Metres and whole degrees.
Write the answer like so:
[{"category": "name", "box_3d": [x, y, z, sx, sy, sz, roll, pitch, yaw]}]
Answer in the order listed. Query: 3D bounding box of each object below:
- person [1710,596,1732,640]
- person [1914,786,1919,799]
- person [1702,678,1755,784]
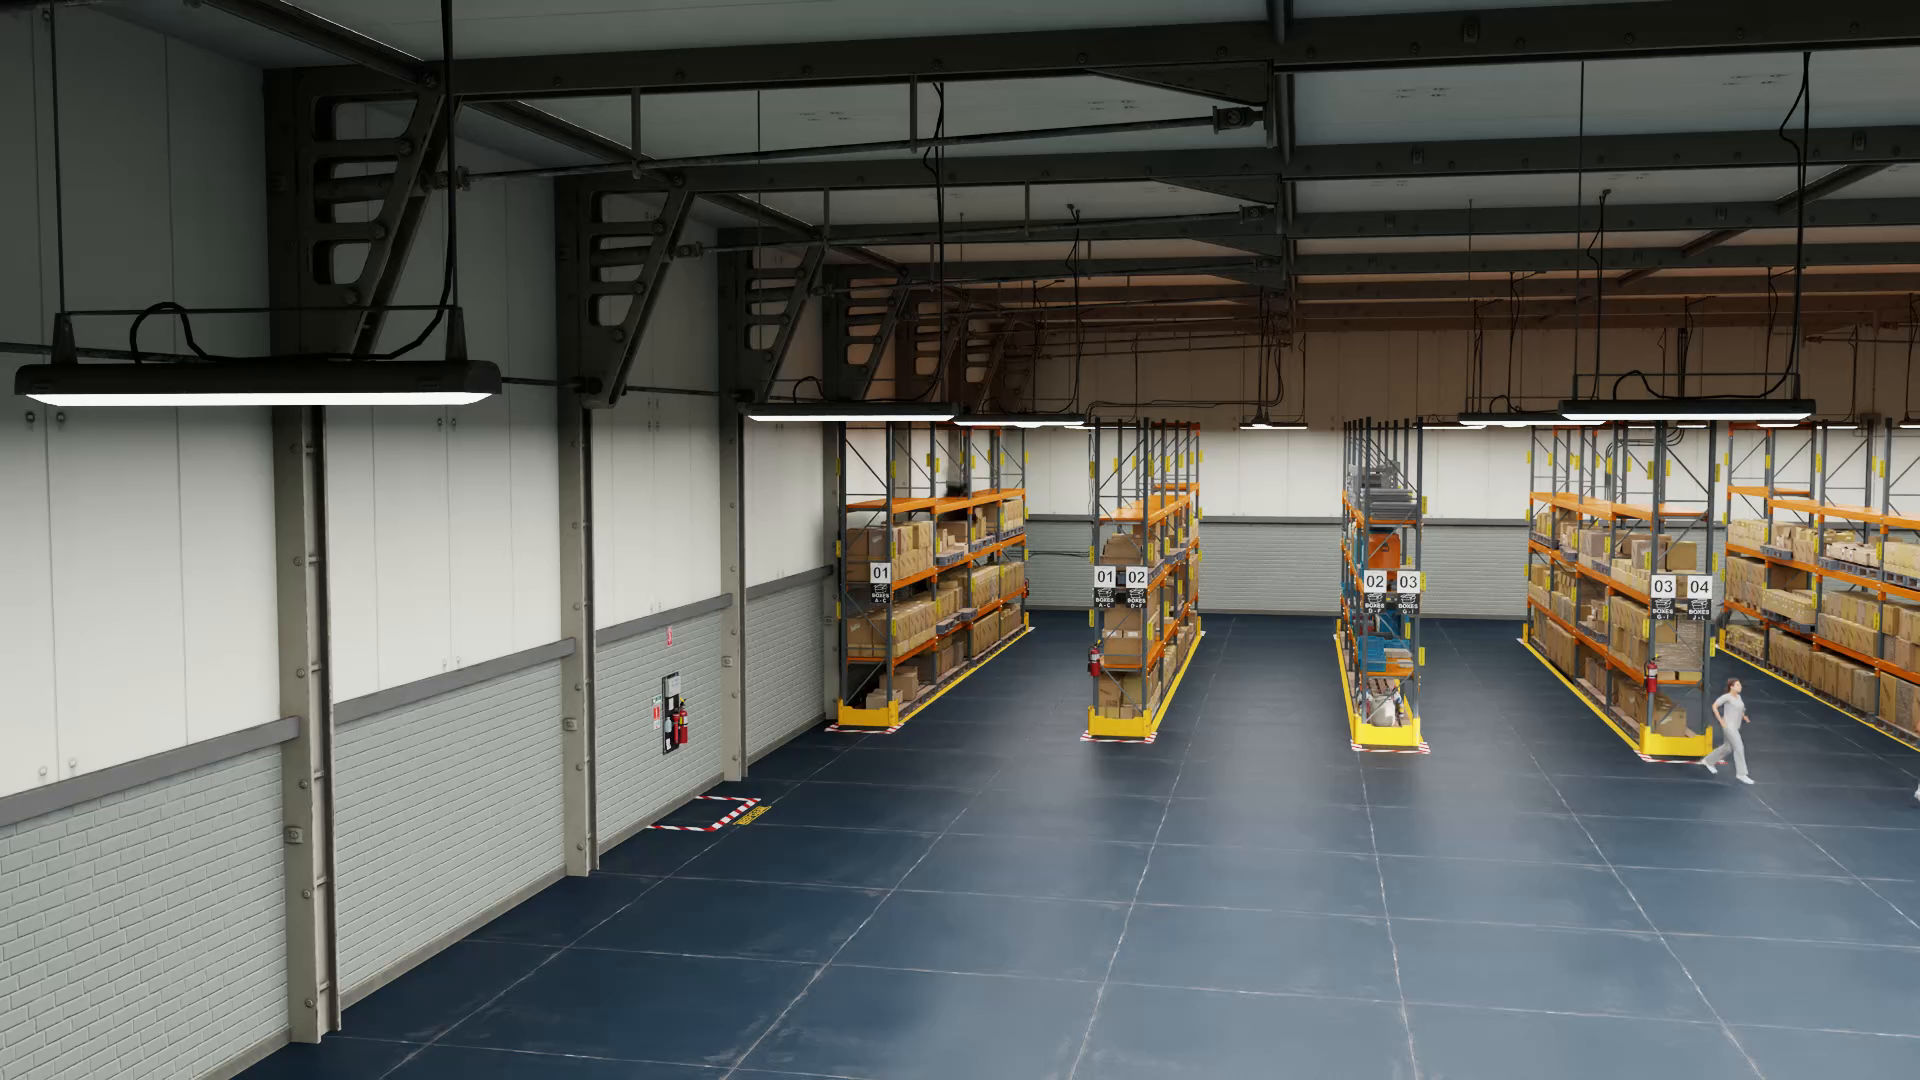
[{"category": "person", "box_3d": [20.857, 1.974, 45.429, 0.776, 1.579, 0.646, 3, 5, 37]}, {"category": "person", "box_3d": [14.867, 3.194, 25.095, 0.783, 1.848, 0.649, 3, 5, 43]}, {"category": "person", "box_3d": [12.690, 3.114, 27.420, 0.578, 1.699, 0.912, -3, 5, -40]}]
